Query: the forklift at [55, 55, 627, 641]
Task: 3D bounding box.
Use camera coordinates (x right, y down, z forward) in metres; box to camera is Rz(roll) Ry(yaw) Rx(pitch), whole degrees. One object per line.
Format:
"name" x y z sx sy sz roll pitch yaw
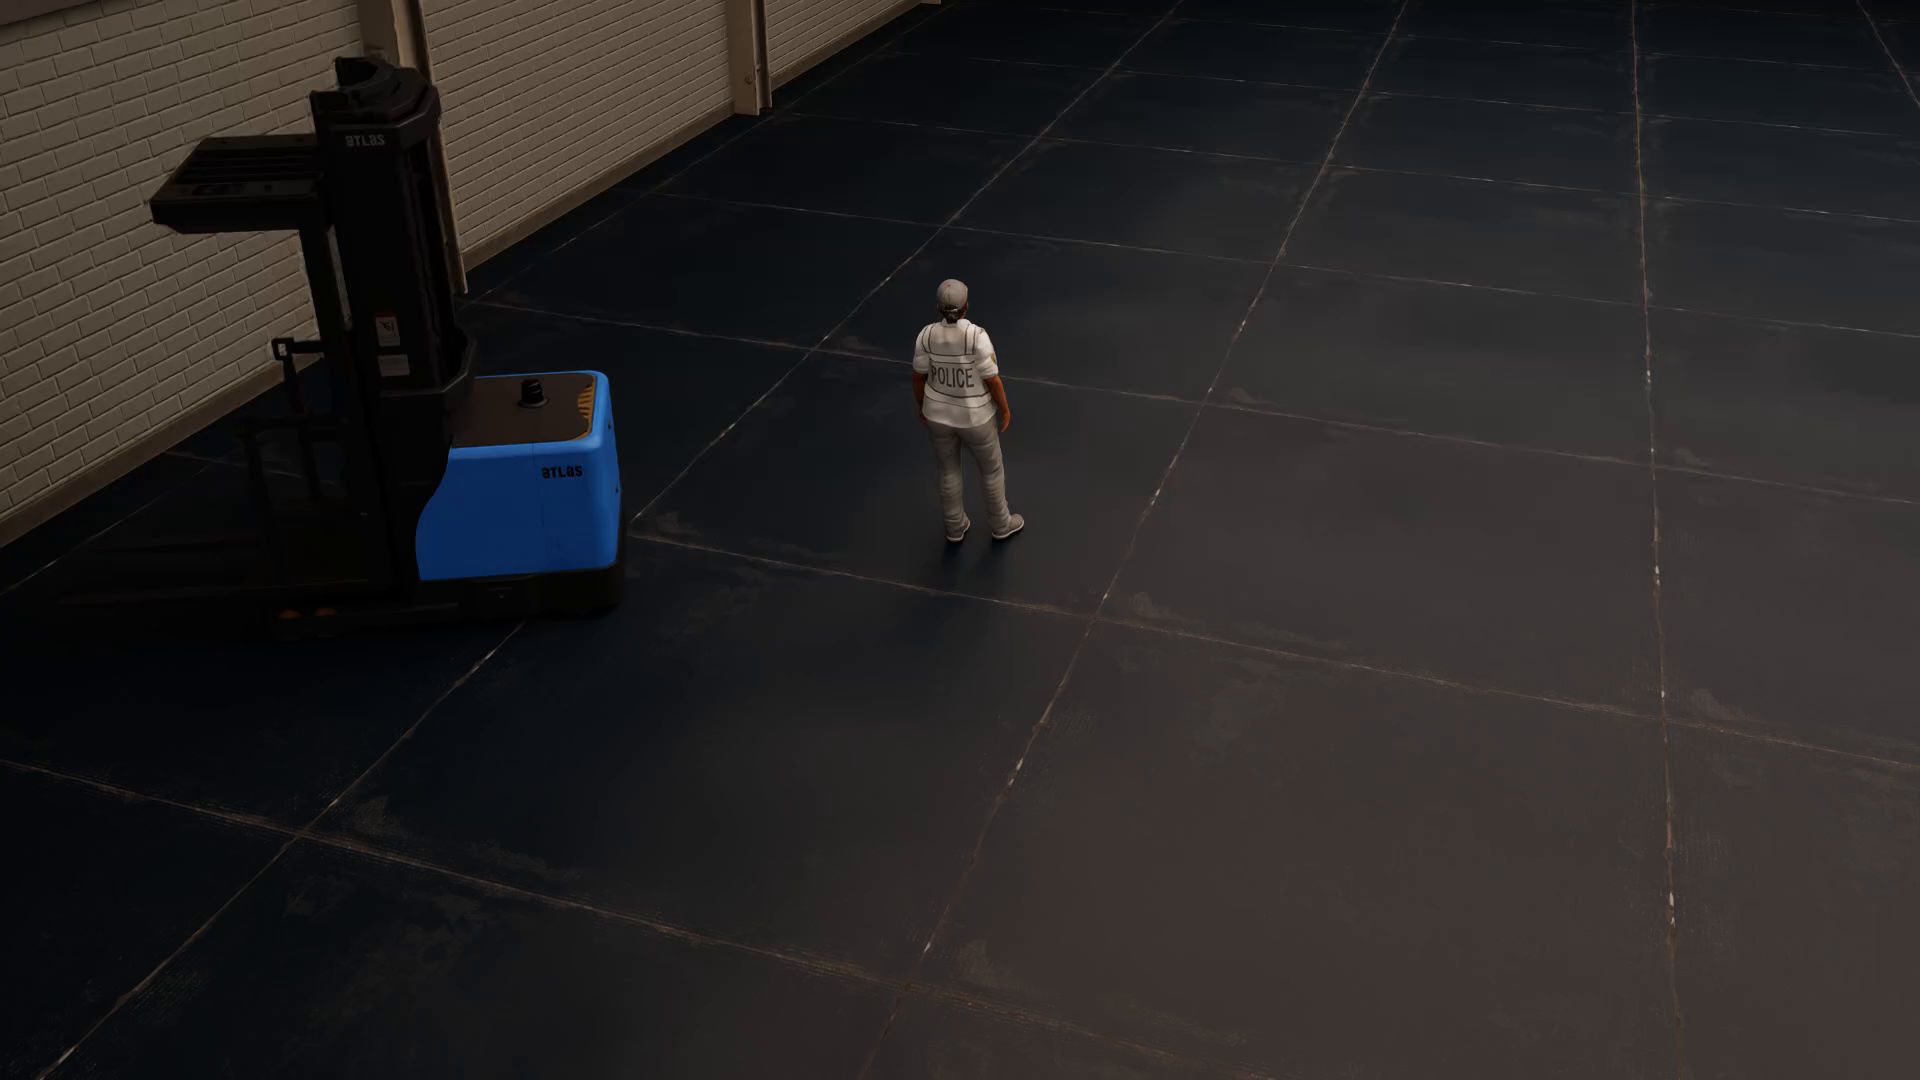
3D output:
"forklift" -3.467 -0.998 8.887 3.031 2.935 1.130 -4 30 -7

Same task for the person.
"person" 0.046 -0.763 9.736 0.599 1.670 0.529 10 31 16
